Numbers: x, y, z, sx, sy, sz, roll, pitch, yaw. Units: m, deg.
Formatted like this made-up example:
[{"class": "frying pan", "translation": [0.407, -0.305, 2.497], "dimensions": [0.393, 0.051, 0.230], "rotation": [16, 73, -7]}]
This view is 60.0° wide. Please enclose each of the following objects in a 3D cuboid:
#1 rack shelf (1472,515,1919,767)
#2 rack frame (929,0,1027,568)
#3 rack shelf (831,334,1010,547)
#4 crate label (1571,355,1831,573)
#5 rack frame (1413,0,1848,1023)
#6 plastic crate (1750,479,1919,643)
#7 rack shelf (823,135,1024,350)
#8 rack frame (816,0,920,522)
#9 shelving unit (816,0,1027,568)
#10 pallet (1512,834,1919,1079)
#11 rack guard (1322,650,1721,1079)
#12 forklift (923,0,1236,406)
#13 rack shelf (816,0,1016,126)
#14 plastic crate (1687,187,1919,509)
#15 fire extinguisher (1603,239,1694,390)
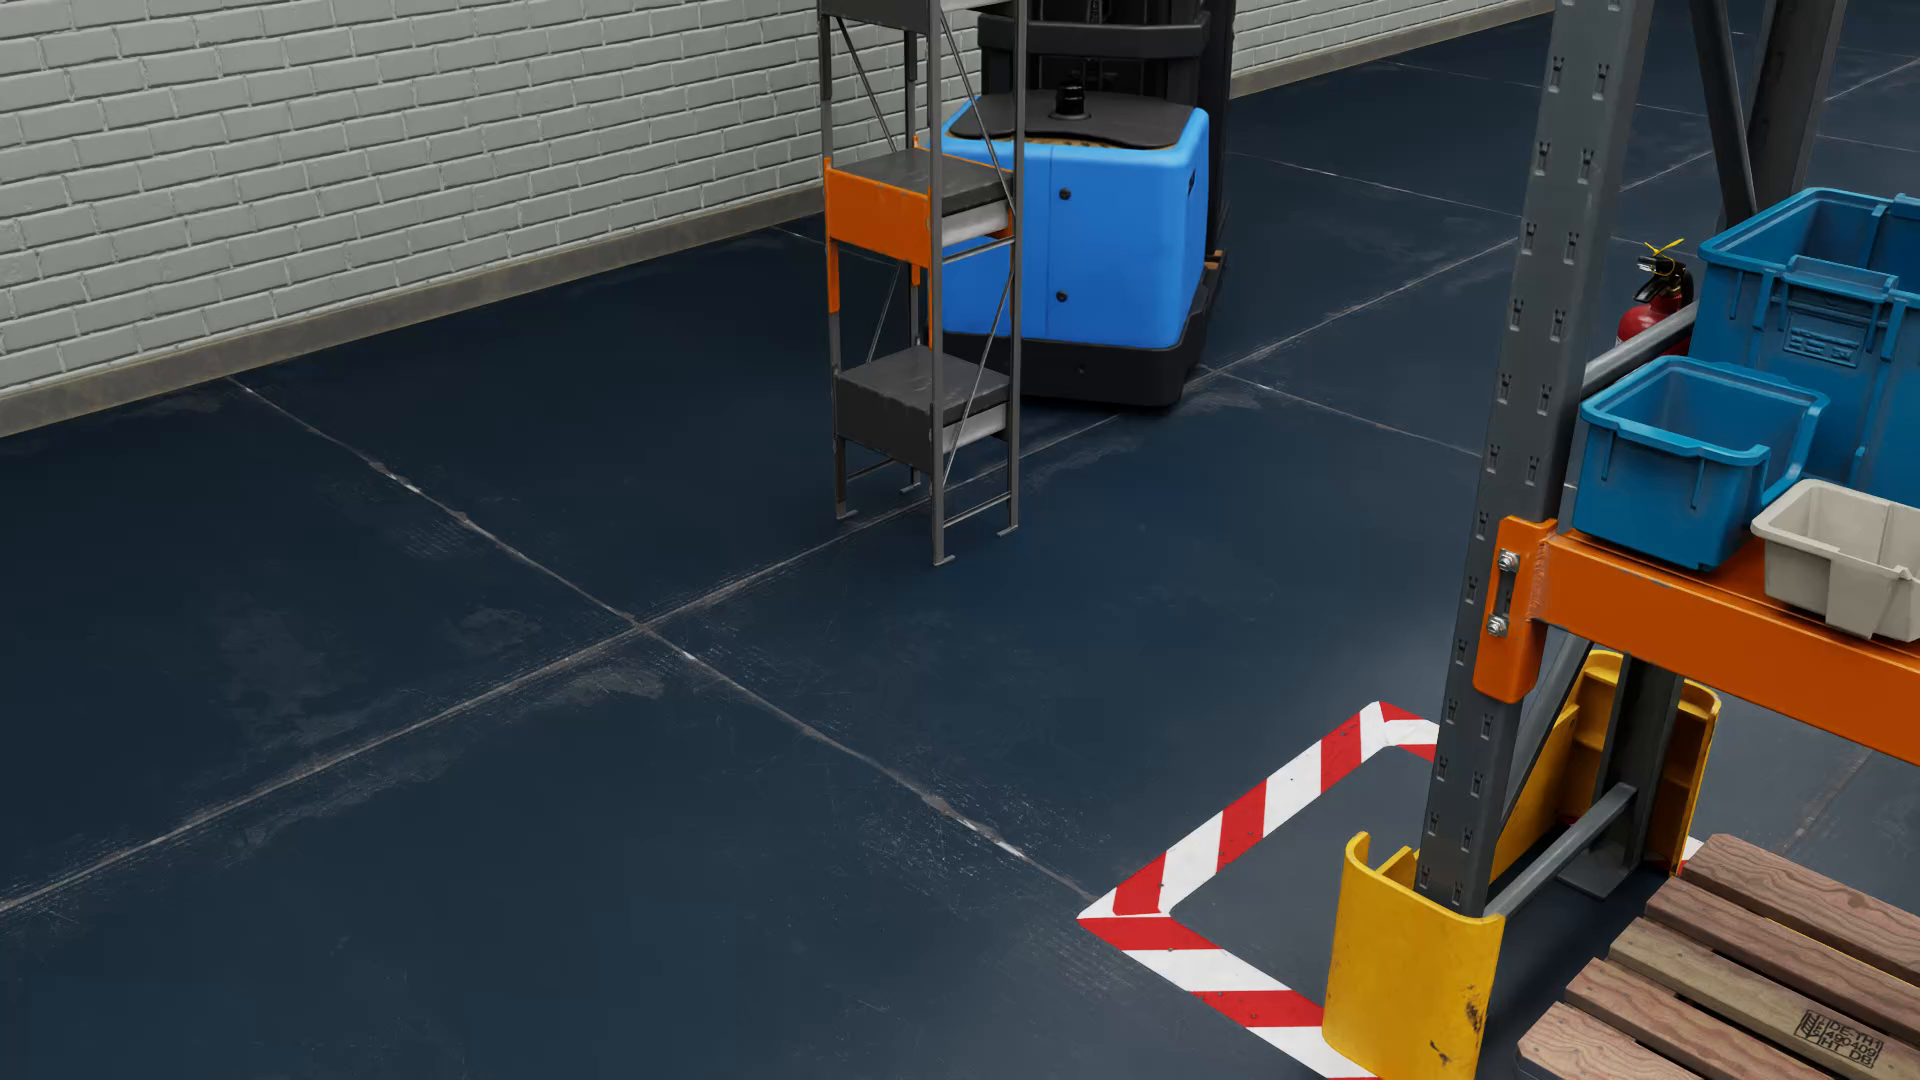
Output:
[{"class": "rack shelf", "translation": [2.757, 0.602, 2.156], "dimensions": [4.000, 0.370, 1.077], "rotation": [25, 36, 38]}, {"class": "rack frame", "translation": [0.056, -0.904, 5.213], "dimensions": [0.015, 2.100, 0.400], "rotation": [25, 36, 38]}, {"class": "rack shelf", "translation": [-0.118, -0.352, 5.696], "dimensions": [0.480, 0.518, 0.431], "rotation": [25, 36, 38]}, {"class": "crate label", "translation": [1.276, -0.132, 2.894], "dimensions": [0.303, 0.233, 0.416], "rotation": [25, 36, 38]}, {"class": "rack frame", "translation": [1.331, -0.369, 3.230], "dimensions": [0.127, 3.000, 1.000], "rotation": [25, 36, 38]}, {"class": "plastic crate", "translation": [1.447, 0.043, 2.665], "dimensions": [0.298, 0.136, 0.250], "rotation": [25, 36, 38]}, {"class": "rack shelf", "translation": [-0.118, -0.971, 5.370], "dimensions": [0.480, 0.518, 0.431], "rotation": [25, 36, 38]}, {"class": "rack frame", "translation": [-0.292, -1.063, 5.515], "dimensions": [0.015, 2.100, 0.400], "rotation": [25, 36, 38]}, {"class": "shelving unit", "translation": [-0.118, -0.983, 5.364], "dimensions": [0.503, 2.100, 0.431], "rotation": [25, 36, 38]}, {"class": "pallet", "translation": [1.892, 1.147, 3.342], "dimensions": [1.213, 0.211, 1.003], "rotation": [25, 36, 38]}, {"class": "rack guard", "translation": [1.305, 0.733, 3.818], "dimensions": [0.348, 0.500, 1.175], "rotation": [25, 36, 38]}, {"class": "forklift", "translation": [0.691, -2.495, 7.345], "dimensions": [1.130, 2.935, 3.031], "rotation": [6, 28, 12]}, {"class": "rack shelf", "translation": [-0.118, -1.591, 5.045], "dimensions": [0.480, 0.518, 0.431], "rotation": [25, 36, 38]}, {"class": "plastic crate", "translation": [1.701, -0.364, 3.118], "dimensions": [0.499, 0.435, 0.616], "rotation": [25, 36, 38]}, {"class": "fire extinguisher", "translation": [1.542, -0.370, 3.715], "dimensions": [0.183, 0.674, 0.296], "rotation": [25, 36, 38]}]
